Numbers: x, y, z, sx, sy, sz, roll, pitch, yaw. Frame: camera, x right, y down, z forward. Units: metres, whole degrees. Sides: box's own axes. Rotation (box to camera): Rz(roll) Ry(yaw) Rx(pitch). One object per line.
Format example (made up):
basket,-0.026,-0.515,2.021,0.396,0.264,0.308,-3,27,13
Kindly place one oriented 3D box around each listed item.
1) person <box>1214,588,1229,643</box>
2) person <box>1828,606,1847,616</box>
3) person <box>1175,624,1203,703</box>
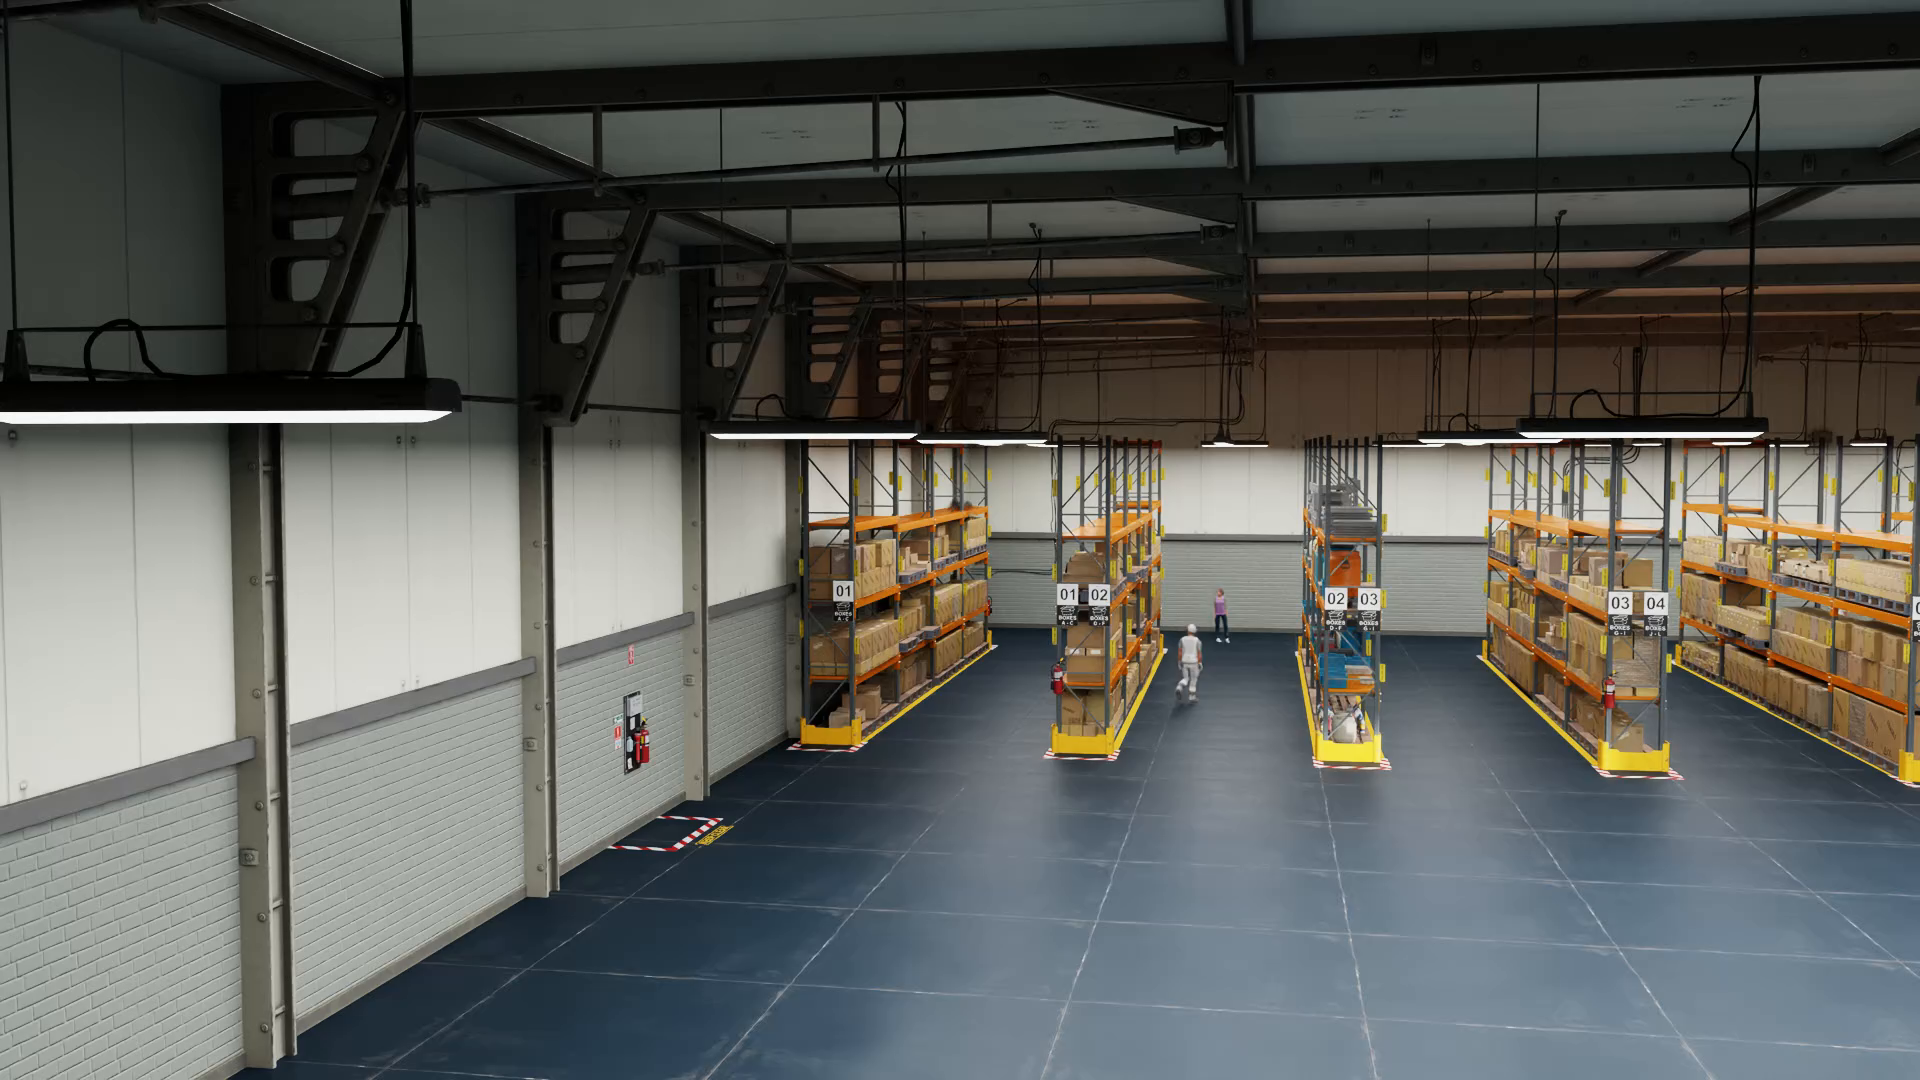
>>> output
person,7.813,2.245,49.657,0.482,1.609,0.359,1,3,11
person,24.418,2.311,46.453,0.462,1.802,0.584,0,3,-8
person,5.180,2.790,37.569,0.669,1.780,0.532,-3,4,-40
